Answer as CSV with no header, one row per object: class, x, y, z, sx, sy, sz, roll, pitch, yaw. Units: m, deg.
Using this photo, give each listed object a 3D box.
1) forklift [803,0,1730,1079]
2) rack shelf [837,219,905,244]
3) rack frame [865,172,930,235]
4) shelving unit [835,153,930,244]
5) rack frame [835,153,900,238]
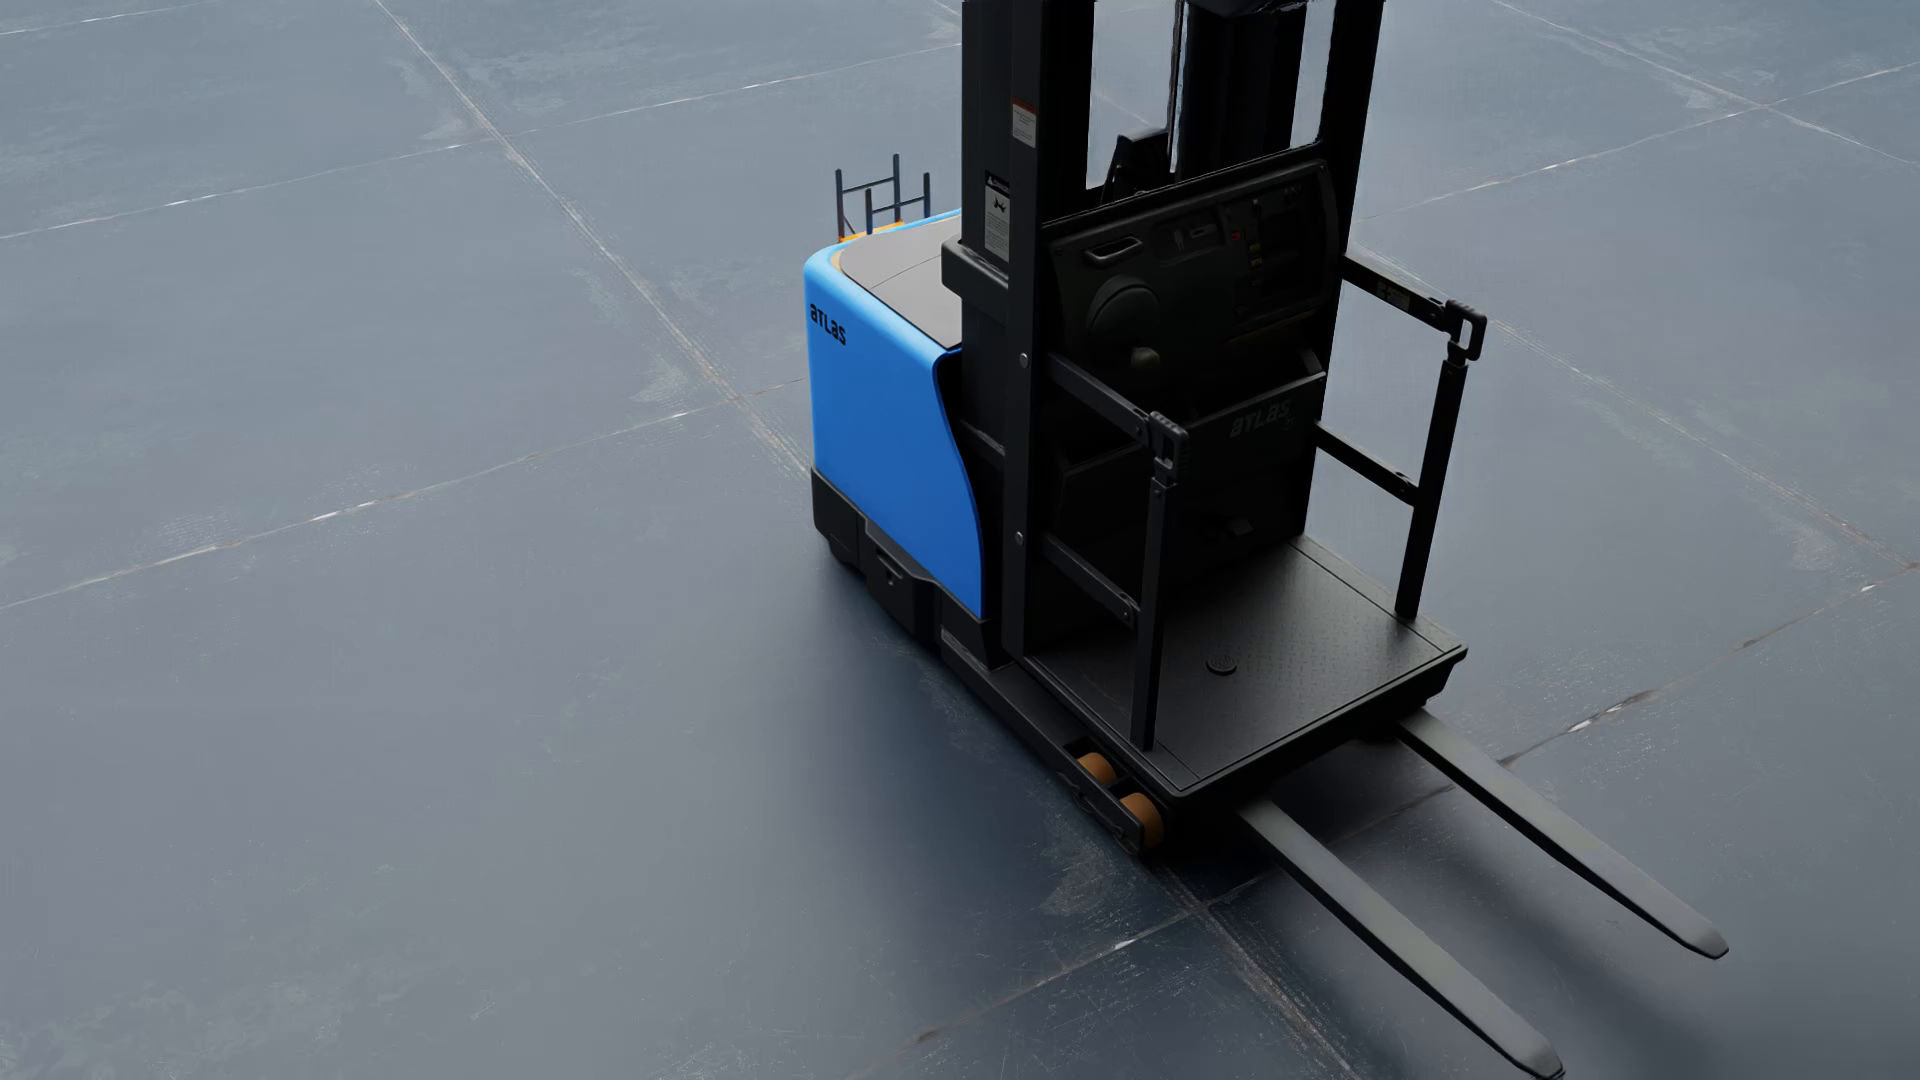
forklift,0.739,-0.645,4.148,1.130,2.935,3.031,-22,41,-27
rack shelf,-0.250,-0.955,5.505,0.258,0.103,0.180,-22,41,-27
rack frame,-0.198,-0.655,5.630,0.240,1.200,0.006,-22,41,-27
shelving unit,-0.249,-0.700,5.691,0.258,1.200,0.189,-22,41,-27
rack frame,-0.301,-0.744,5.752,0.240,1.200,0.006,-22,41,-27
